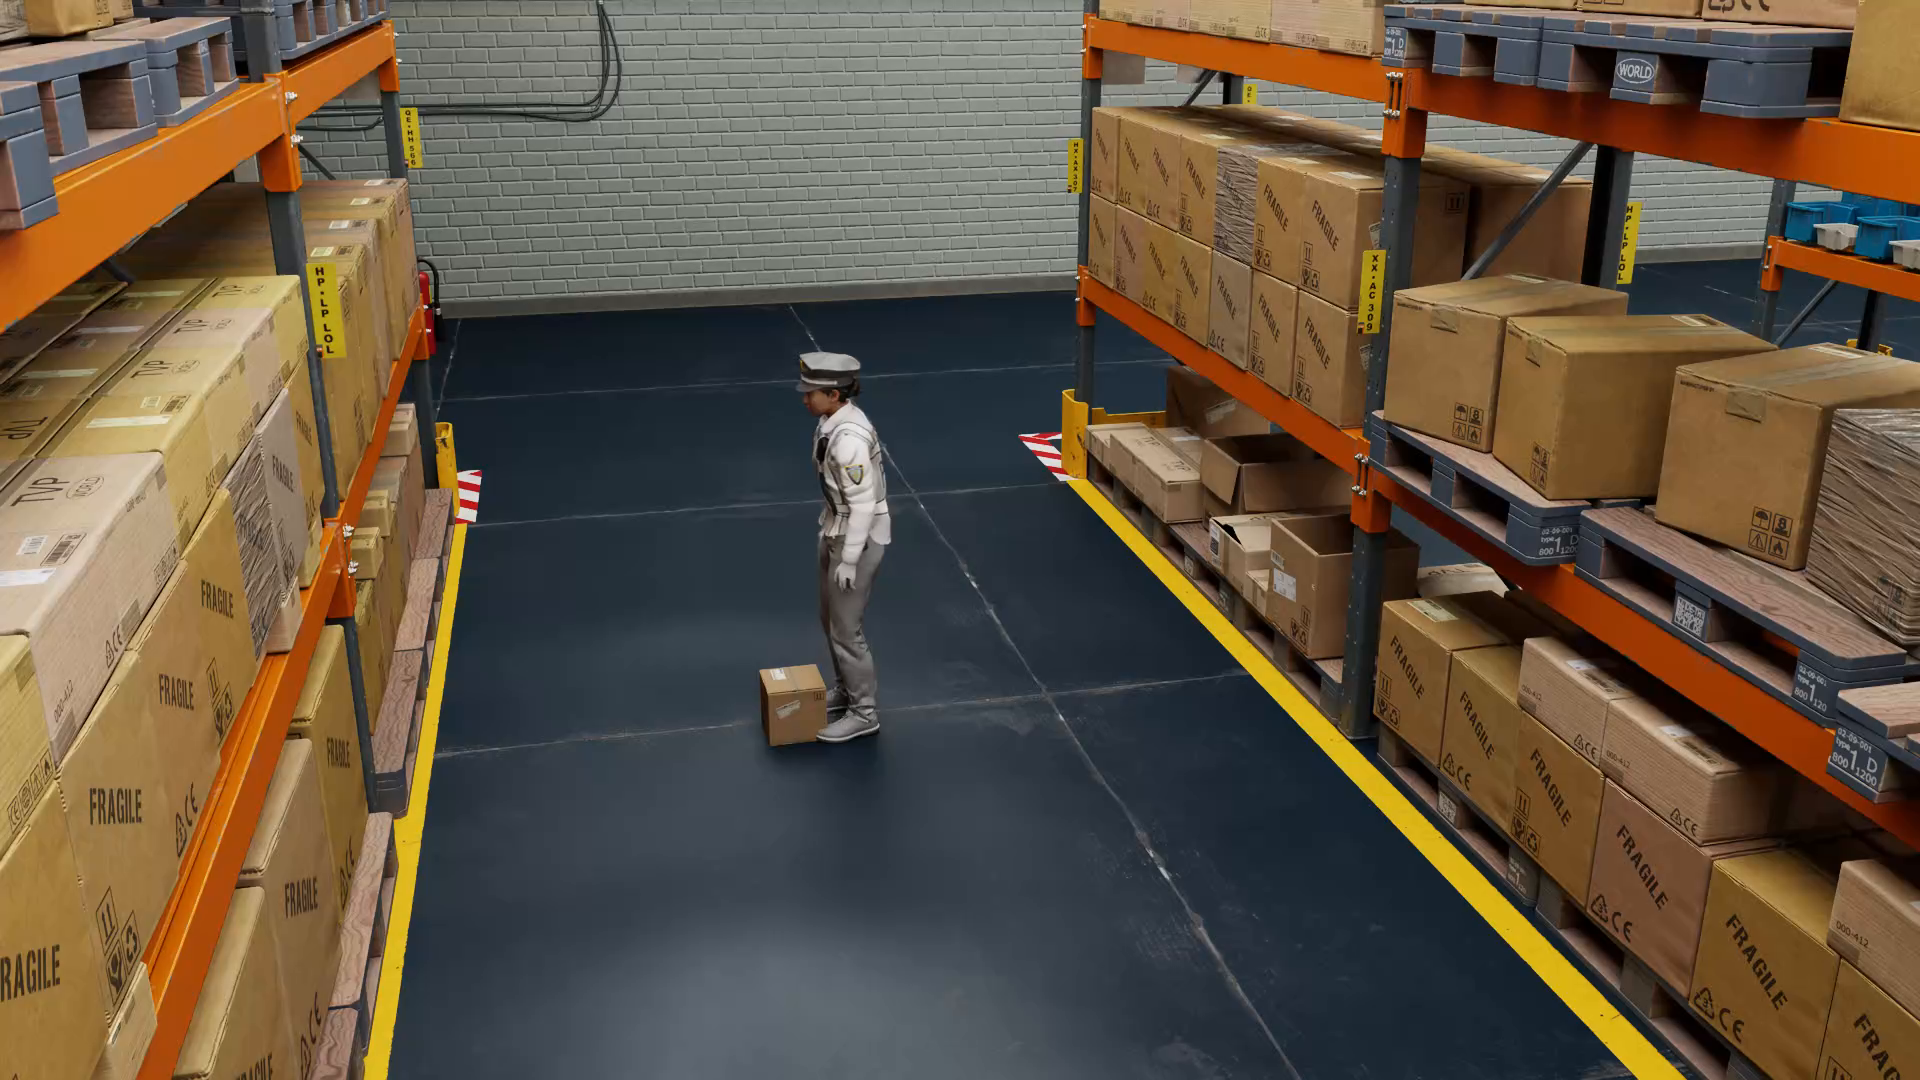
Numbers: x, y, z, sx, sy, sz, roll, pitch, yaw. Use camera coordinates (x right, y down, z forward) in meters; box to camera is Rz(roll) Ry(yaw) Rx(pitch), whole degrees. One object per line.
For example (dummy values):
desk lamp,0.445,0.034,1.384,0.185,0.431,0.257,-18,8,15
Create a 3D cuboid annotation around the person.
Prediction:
person,-0.486,0.022,7.003,0.372,1.663,0.527,-5,20,-14
